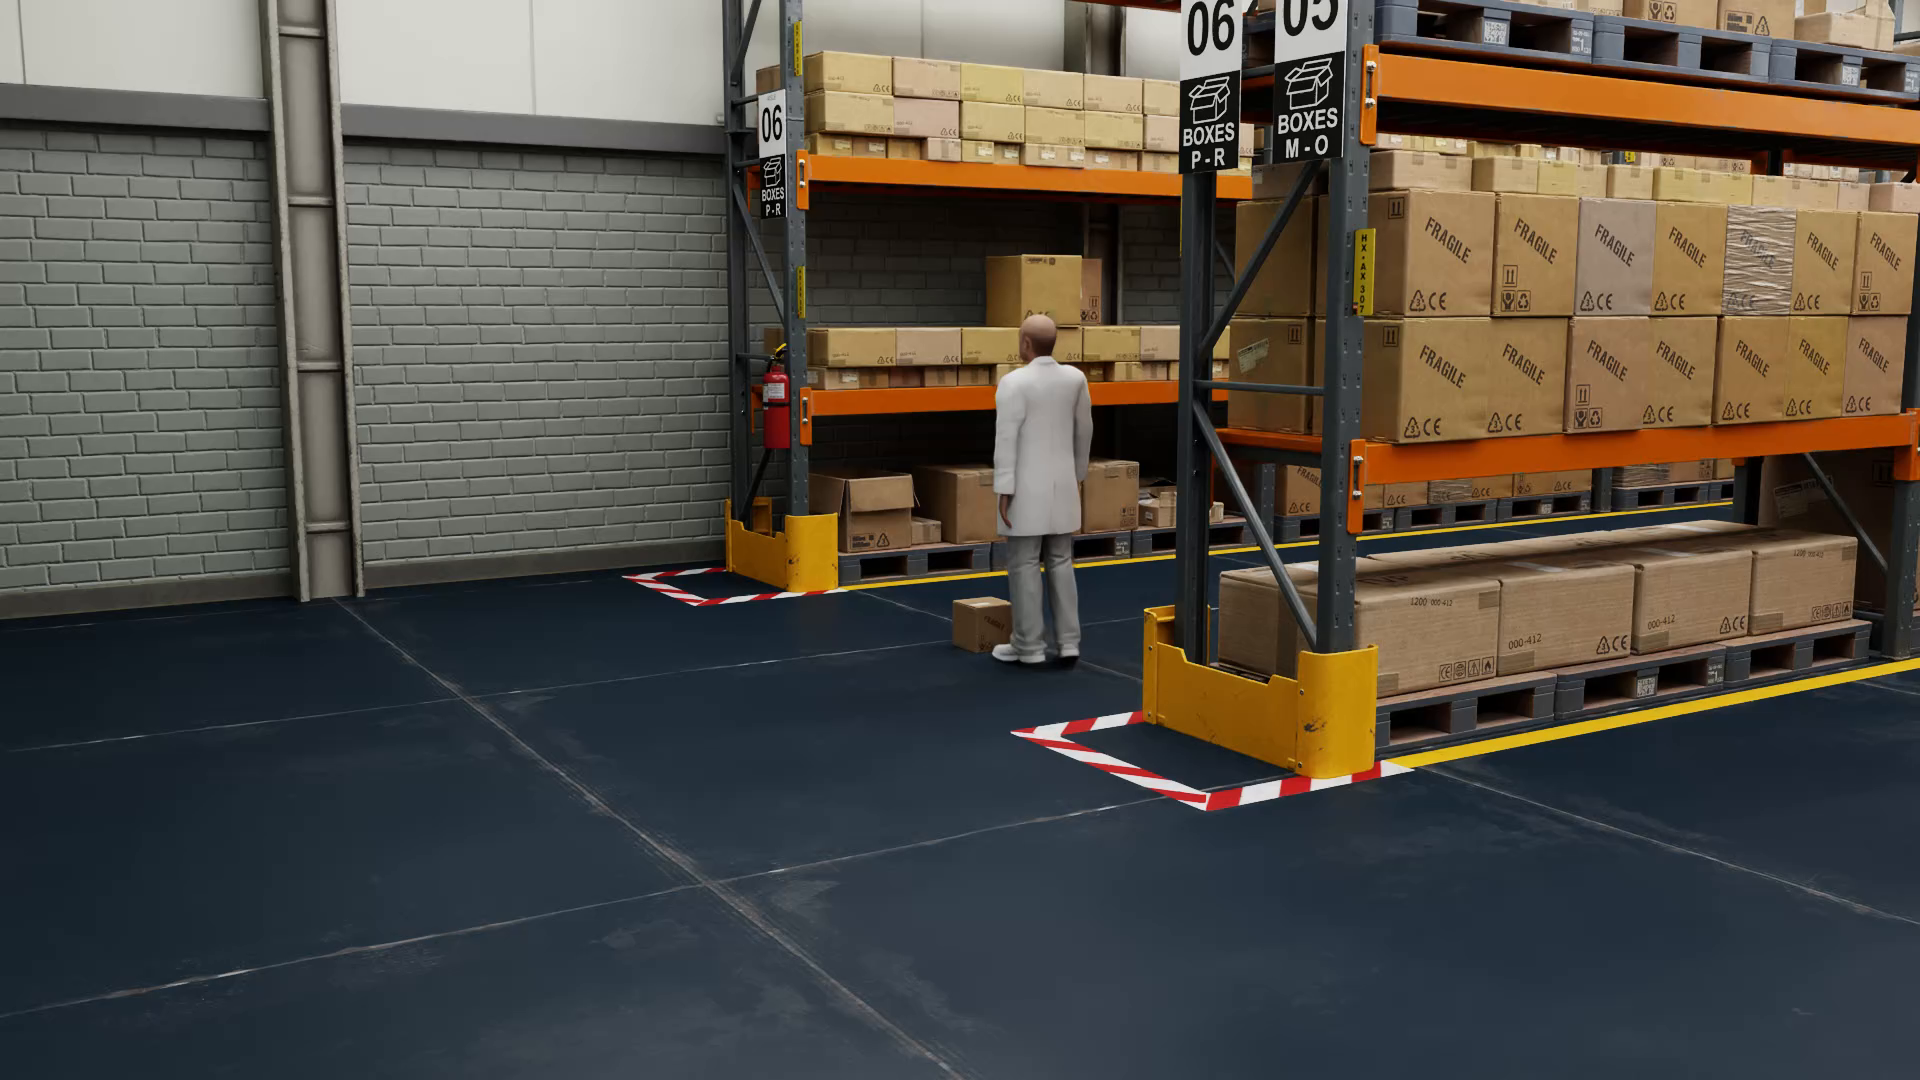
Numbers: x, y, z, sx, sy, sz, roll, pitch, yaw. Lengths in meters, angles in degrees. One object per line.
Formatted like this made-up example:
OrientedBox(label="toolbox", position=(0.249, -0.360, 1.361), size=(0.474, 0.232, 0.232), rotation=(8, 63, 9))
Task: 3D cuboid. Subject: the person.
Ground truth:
OrientedBox(label="person", position=(0.406, -0.252, 8.558), size=(0.645, 1.802, 0.458), rotation=(-5, 9, -31))
